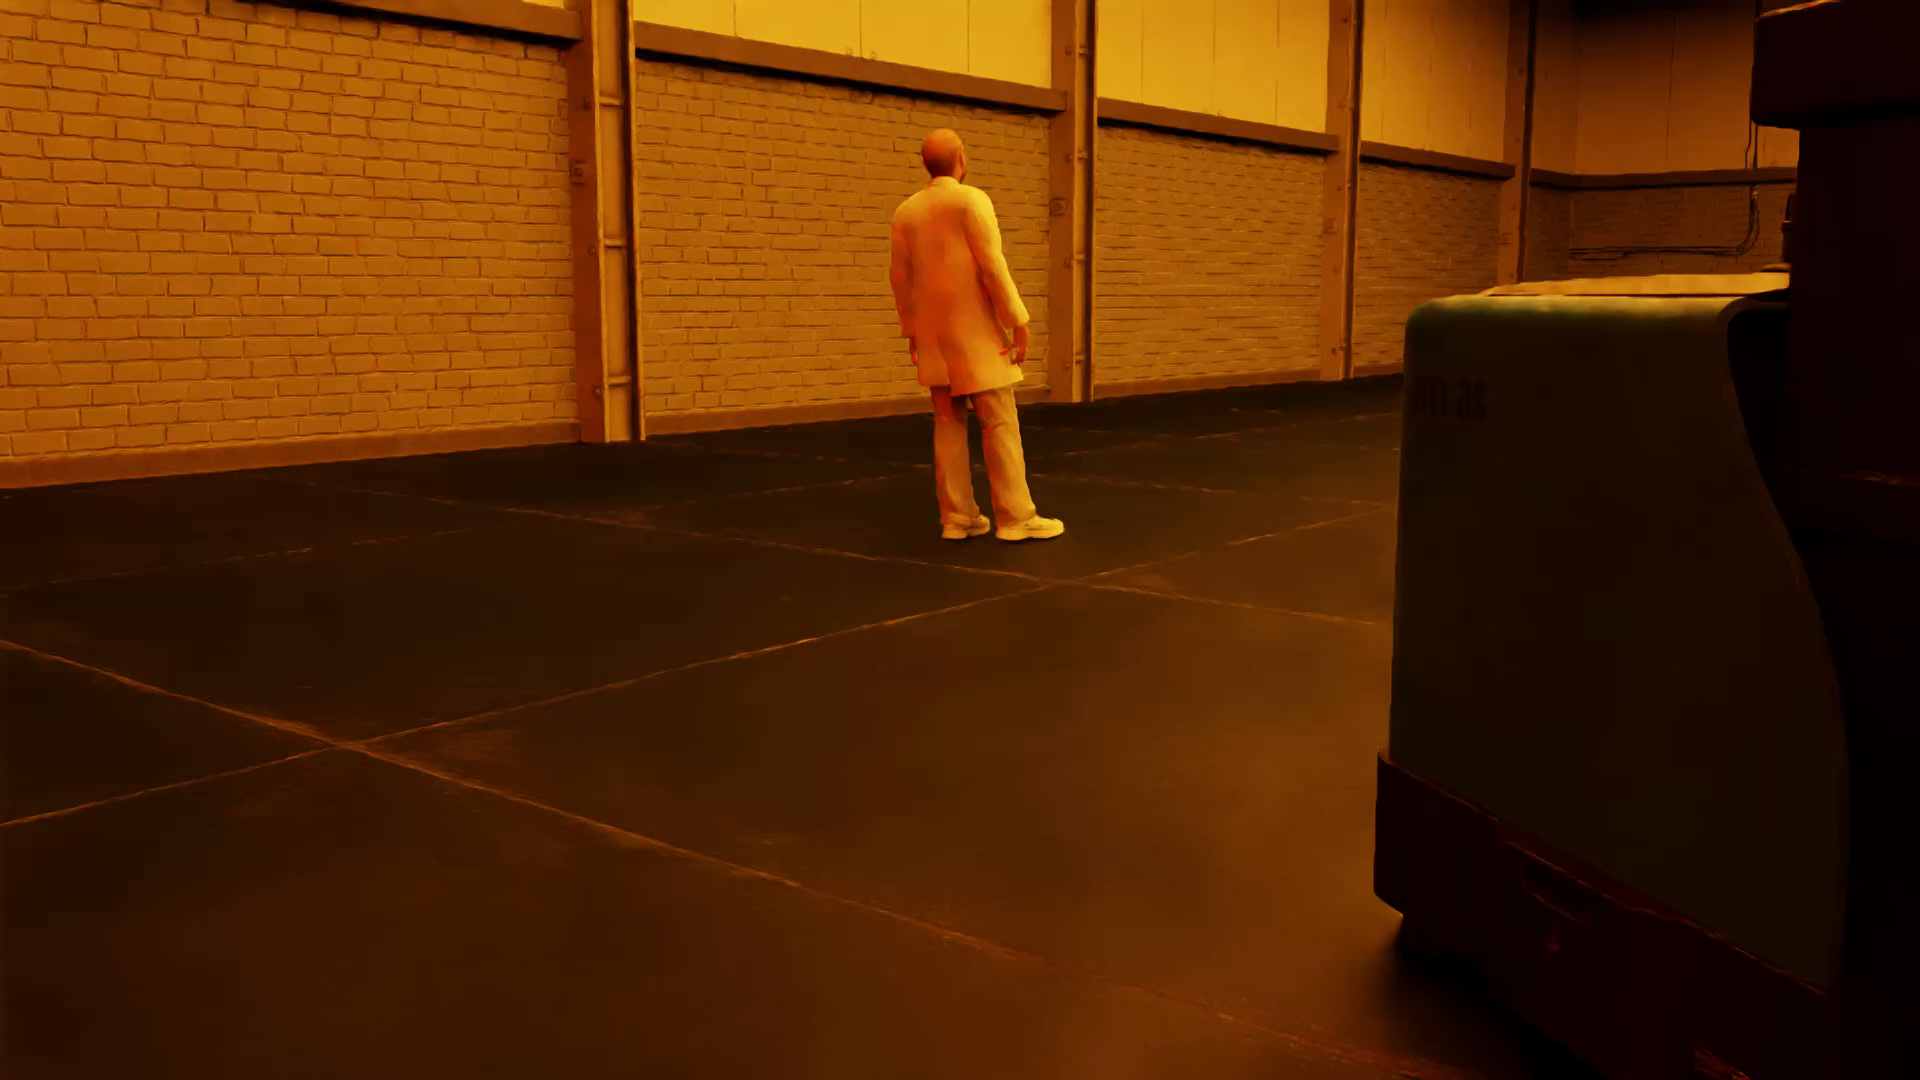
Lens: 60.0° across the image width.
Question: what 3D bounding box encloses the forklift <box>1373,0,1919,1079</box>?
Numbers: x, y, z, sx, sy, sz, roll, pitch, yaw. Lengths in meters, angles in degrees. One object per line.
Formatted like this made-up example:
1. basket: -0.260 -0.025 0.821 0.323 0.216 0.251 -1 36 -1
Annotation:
1. forklift: 1.569 -0.598 1.369 1.130 2.935 3.031 -2 9 -14

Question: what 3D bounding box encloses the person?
1. person: 0.061 -0.896 7.342 0.694 1.776 0.579 7 11 38
